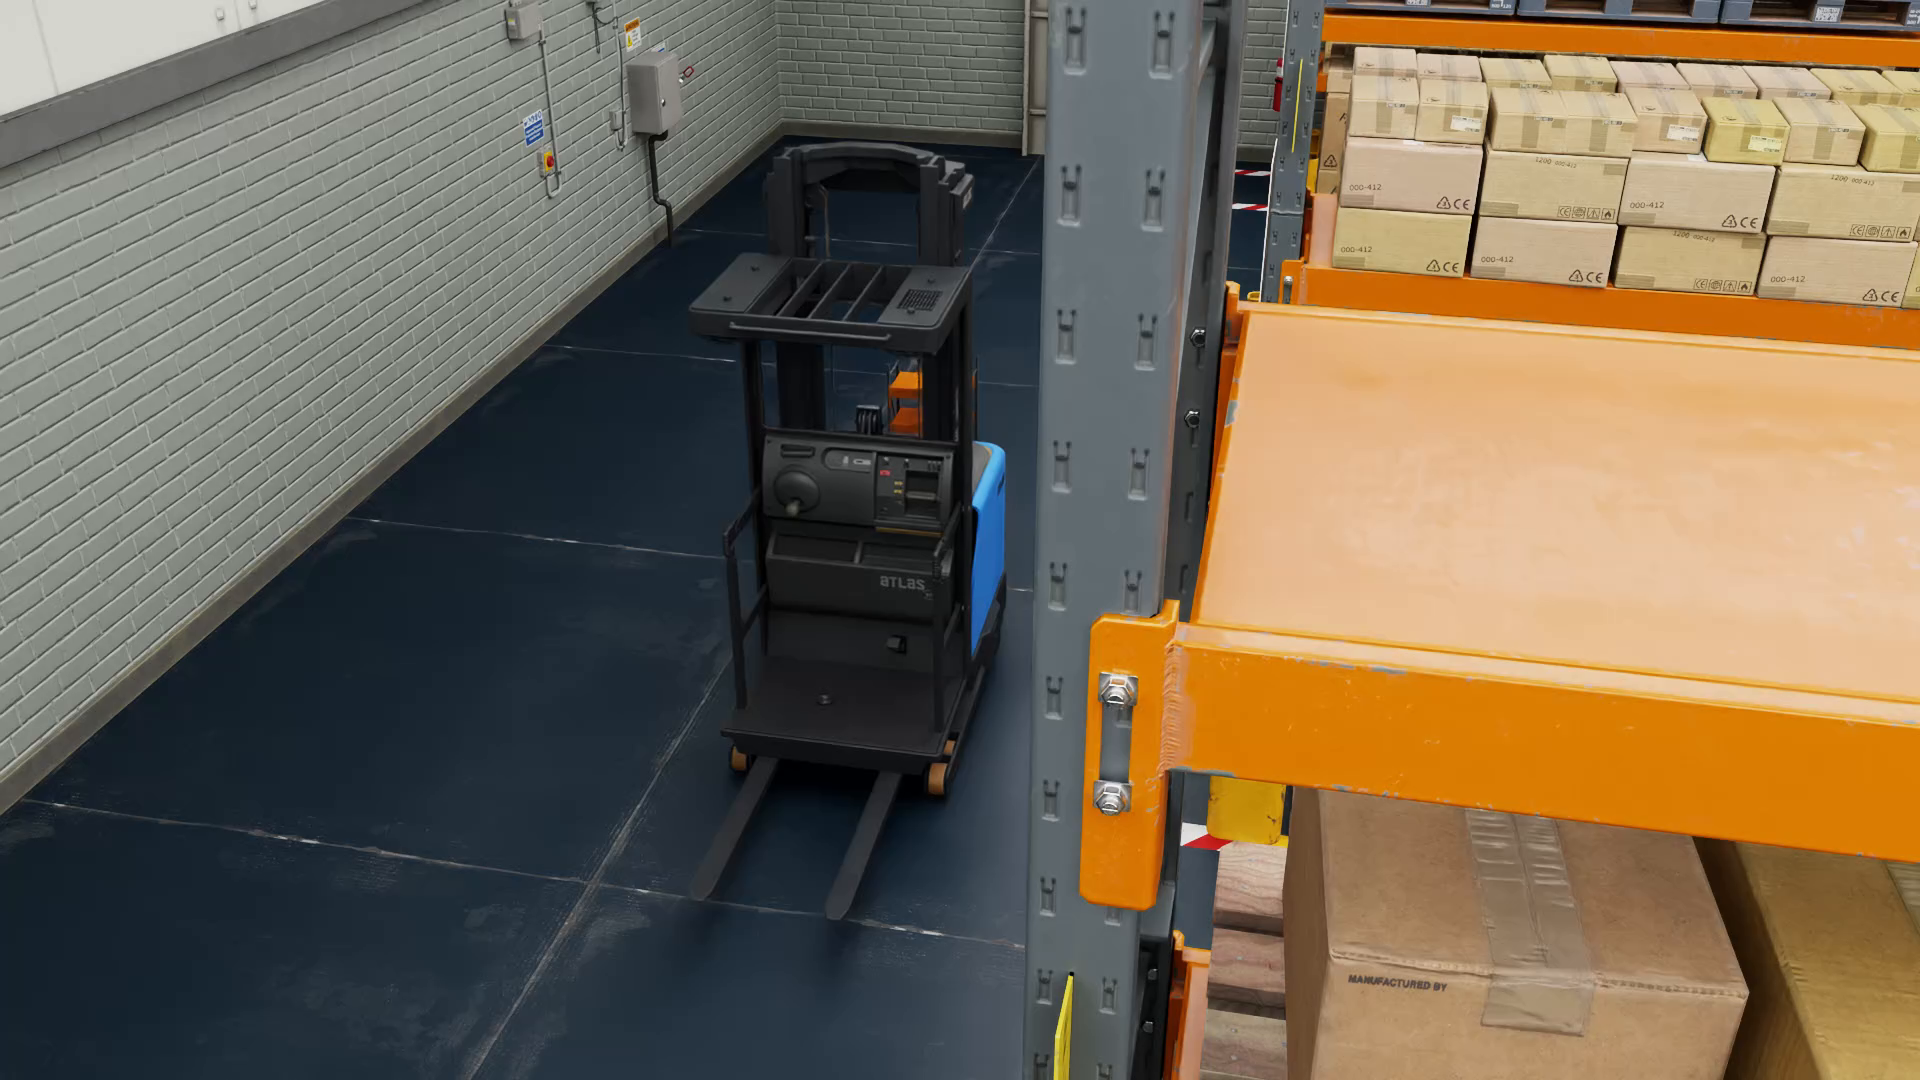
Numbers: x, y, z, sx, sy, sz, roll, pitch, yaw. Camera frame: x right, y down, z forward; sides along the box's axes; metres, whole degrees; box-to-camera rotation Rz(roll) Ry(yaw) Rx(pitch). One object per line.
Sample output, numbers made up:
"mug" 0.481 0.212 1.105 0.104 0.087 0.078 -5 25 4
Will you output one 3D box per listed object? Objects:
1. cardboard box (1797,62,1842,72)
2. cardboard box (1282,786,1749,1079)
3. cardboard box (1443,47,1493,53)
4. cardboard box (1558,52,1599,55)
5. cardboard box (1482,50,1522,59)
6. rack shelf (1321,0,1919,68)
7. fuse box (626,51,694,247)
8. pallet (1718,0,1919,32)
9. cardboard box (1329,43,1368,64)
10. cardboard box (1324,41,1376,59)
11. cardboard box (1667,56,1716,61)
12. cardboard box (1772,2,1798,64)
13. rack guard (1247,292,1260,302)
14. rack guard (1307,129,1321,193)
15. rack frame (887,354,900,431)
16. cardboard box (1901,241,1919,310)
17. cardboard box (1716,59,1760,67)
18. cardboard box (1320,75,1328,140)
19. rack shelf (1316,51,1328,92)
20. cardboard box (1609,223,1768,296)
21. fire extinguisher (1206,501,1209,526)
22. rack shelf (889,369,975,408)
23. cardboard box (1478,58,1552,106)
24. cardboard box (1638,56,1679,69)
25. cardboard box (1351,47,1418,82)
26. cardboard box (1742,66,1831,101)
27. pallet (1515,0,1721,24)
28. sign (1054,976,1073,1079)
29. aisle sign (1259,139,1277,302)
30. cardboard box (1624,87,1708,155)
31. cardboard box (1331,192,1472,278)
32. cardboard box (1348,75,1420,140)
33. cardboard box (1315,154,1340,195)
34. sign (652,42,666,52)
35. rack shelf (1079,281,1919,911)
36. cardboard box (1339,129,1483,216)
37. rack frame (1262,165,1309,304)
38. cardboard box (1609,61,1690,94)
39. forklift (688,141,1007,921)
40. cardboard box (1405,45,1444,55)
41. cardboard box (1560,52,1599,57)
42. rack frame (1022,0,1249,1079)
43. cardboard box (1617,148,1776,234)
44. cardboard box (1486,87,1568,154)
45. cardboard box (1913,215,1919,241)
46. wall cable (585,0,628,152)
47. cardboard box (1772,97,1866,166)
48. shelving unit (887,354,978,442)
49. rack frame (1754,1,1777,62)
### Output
"cardboard box" 5.712 -3.051 11.040 0.250 0.149 0.380 6 29 11
"cardboard box" 0.759 0.580 2.460 0.500 0.500 0.700 4 29 7
"cardboard box" 4.719 -4.638 15.606 0.500 0.250 0.500 5 29 10
"cardboard box" 5.727 -4.544 15.435 0.500 0.250 0.500 6 29 10
"cardboard box" 3.704 -3.234 11.374 0.250 0.149 0.380 6 29 10
"rack shelf" 4.265 -3.313 10.965 4.000 0.370 1.077 6 29 11
"fuse box" -2.629 -3.474 14.976 0.414 1.711 0.539 6 29 11
"pallet" 5.423 -3.476 10.606 1.213 0.211 1.003 6 29 11
"cardboard box" 2.702 -3.338 11.565 0.250 0.149 0.380 6 29 11
"cardboard box" 3.729 -4.737 15.788 0.500 0.250 0.500 6 29 11
"cardboard box" 6.705 -4.445 15.253 0.500 0.250 0.500 7 29 12
"cardboard box" 7.680 -4.518 14.999 0.500 0.500 0.700 7 29 12
"rack guard" 2.286 -1.419 12.484 0.348 0.500 1.175 6 29 11
"rack guard" 3.416 -3.741 16.724 0.348 0.500 1.175 6 29 11
"rack frame" -0.401 -0.567 10.199 0.015 1.200 0.240 6 29 11
"cardboard box" 3.767 -1.056 6.249 0.500 0.250 0.500 6 29 10
"cardboard box" 5.223 -3.110 11.149 0.250 0.149 0.380 6 29 10
"cardboard box" 2.830 -3.059 11.731 0.500 0.500 0.500 7 29 12
"rack shelf" 5.298 -4.328 15.944 4.000 0.370 1.077 6 29 11
"cardboard box" 2.780 -1.163 6.445 0.500 0.250 0.500 5 29 9
"fire extinguisher" 1.224 -0.223 8.164 0.183 0.674 0.296 6 29 11
"rack shelf" -0.162 -0.888 9.966 0.480 0.148 0.258 6 29 11
"cardboard box" 2.233 -1.831 6.730 0.250 0.149 0.380 5 29 9
"cardboard box" 4.707 -3.137 11.198 0.250 0.149 0.380 6 29 10
"cardboard box" 1.761 -1.927 6.905 0.250 0.149 0.380 6 29 10
"cardboard box" 3.261 -1.762 6.604 0.250 0.149 0.380 5 29 9
"pallet" 4.233 -3.599 10.831 1.213 0.211 1.003 6 29 11
"sign" 0.118 0.667 1.954 0.005 0.325 0.100 6 29 11
"aisle sign" 1.240 -1.185 6.746 0.004 0.787 0.394 6 29 11
"cardboard box" 2.651 -1.587 6.283 0.250 0.149 0.380 7 29 12
"cardboard box" 1.760 -1.263 6.628 0.500 0.250 0.500 7 29 12
"cardboard box" 1.643 -1.683 6.459 0.250 0.149 0.380 6 29 10
"cardboard box" 2.719 -2.374 11.521 0.500 0.500 0.500 6 29 10
"sign" -2.728 -4.251 15.151 0.001 0.494 0.329 6 29 11
"rack shelf" 2.195 0.201 1.840 4.000 0.370 1.077 6 29 11
"cardboard box" 1.759 -1.481 6.505 0.500 0.250 0.500 6 29 11
"rack frame" 1.374 -0.178 7.614 0.127 3.000 1.000 6 29 11
"cardboard box" 2.749 -1.802 6.676 0.250 0.149 0.380 5 29 9
"forklift" -0.533 -0.230 7.780 1.130 2.935 3.031 6 29 10
"cardboard box" 3.225 -3.338 11.564 0.250 0.149 0.380 6 29 10
"cardboard box" 4.214 -3.201 11.314 0.250 0.149 0.380 7 29 12
"rack frame" 0.240 -0.491 1.937 0.127 3.000 1.000 6 29 11
"cardboard box" 2.751 -1.373 6.309 0.500 0.250 0.500 6 29 11
"cardboard box" 2.139 -1.588 6.285 0.250 0.149 0.380 6 29 10
"cardboard box" 3.764 -1.281 6.140 0.500 0.250 0.500 7 29 13
"wall cable" -2.925 -4.180 13.866 0.122 1.984 0.588 6 29 11
"cardboard box" 3.156 -1.513 6.150 0.250 0.149 0.380 7 29 12
"shelving unit" -0.162 -0.543 10.154 0.503 1.200 0.258 6 29 11
"rack frame" 7.254 -4.443 15.405 0.127 3.000 1.000 6 29 11
